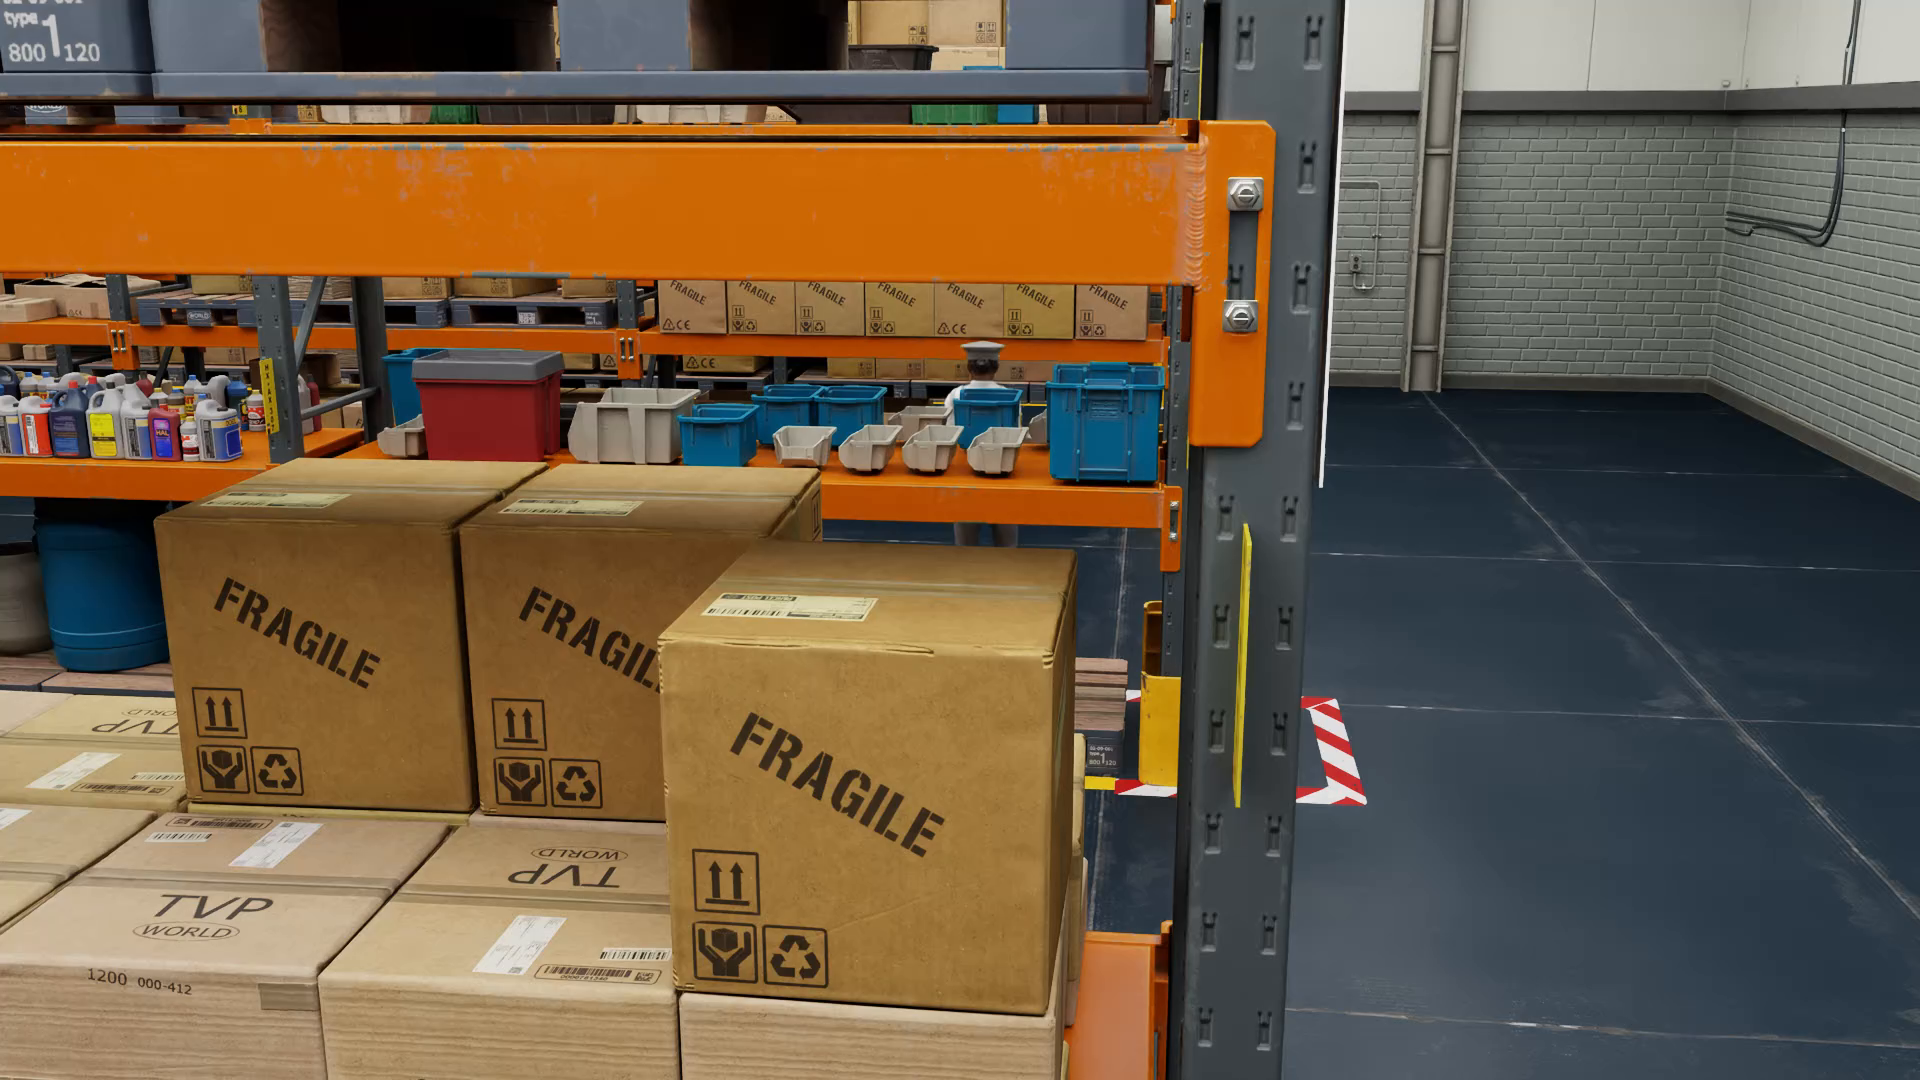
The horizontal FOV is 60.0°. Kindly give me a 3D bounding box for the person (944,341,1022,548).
[{"bbox_3d":[0.123,-0.275,9.251,0.441,1.652,0.338,2,14,7],"label":"person"}]
